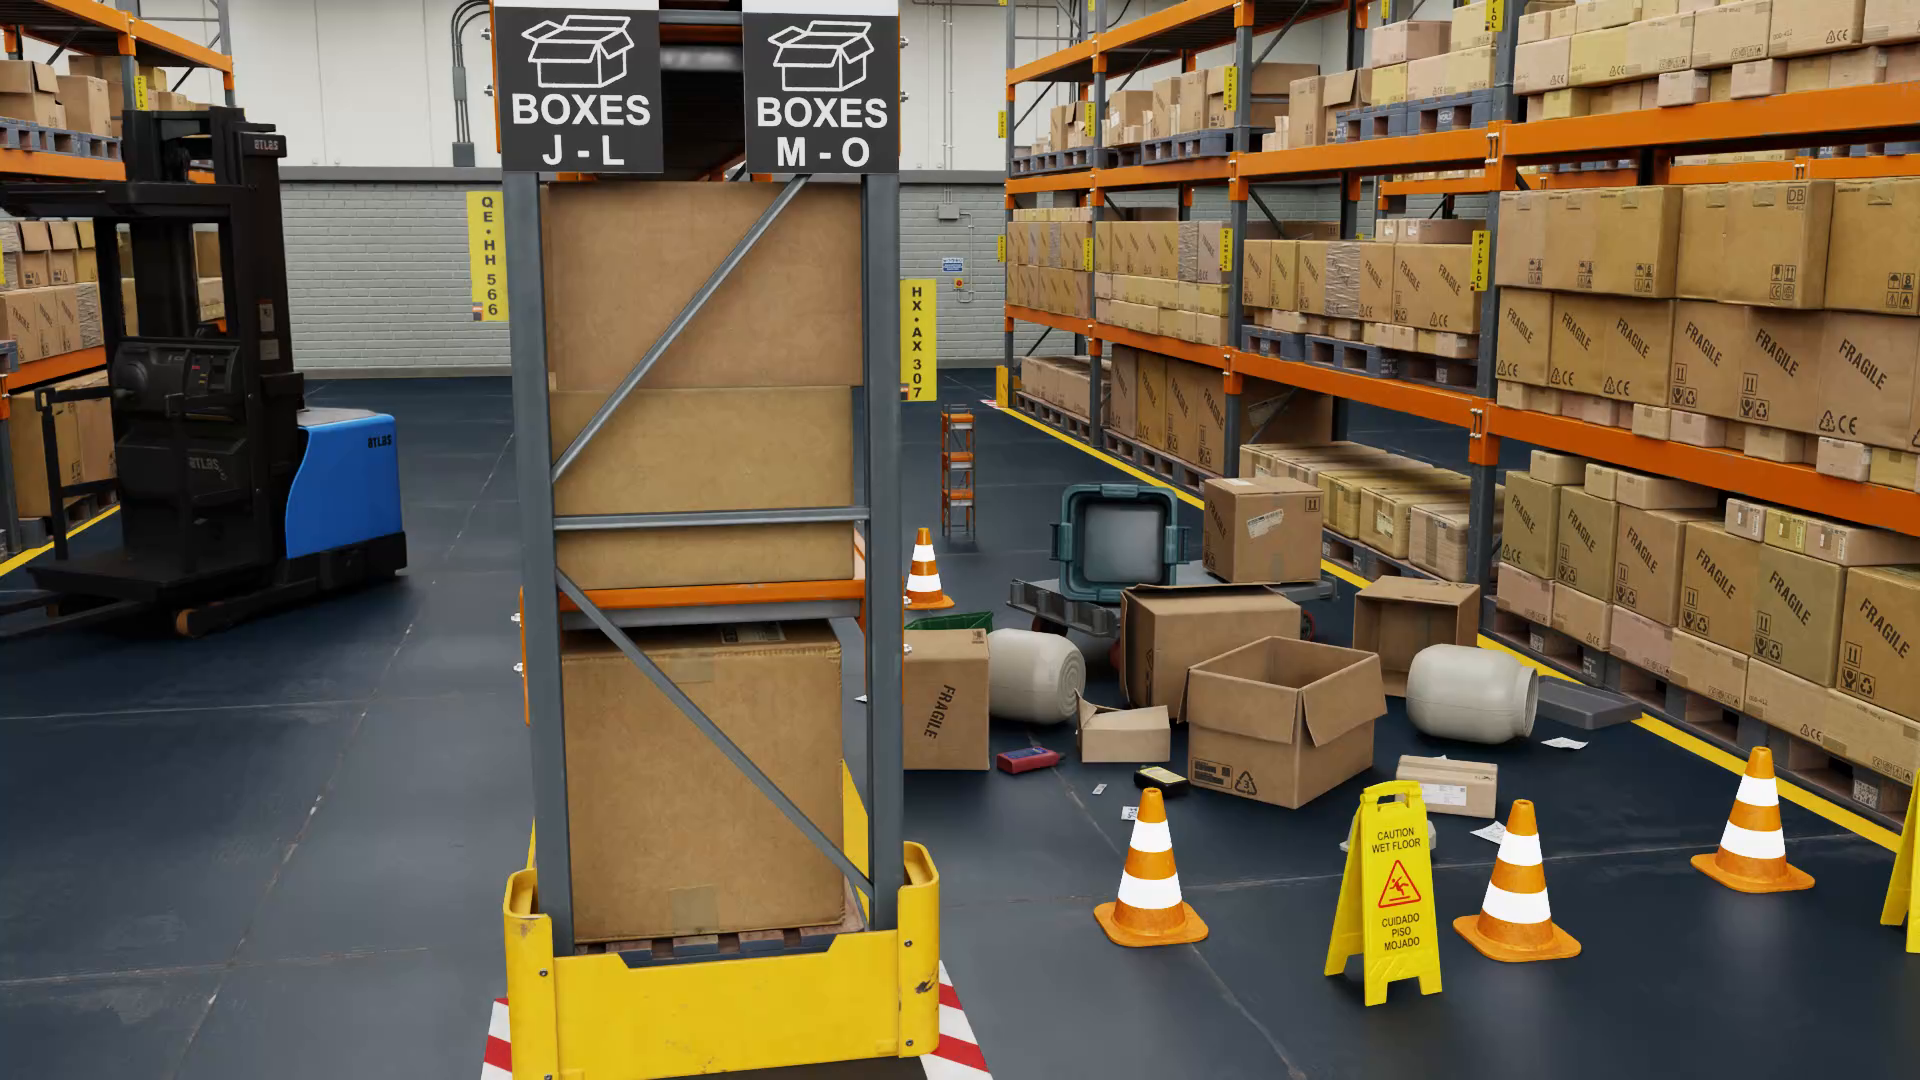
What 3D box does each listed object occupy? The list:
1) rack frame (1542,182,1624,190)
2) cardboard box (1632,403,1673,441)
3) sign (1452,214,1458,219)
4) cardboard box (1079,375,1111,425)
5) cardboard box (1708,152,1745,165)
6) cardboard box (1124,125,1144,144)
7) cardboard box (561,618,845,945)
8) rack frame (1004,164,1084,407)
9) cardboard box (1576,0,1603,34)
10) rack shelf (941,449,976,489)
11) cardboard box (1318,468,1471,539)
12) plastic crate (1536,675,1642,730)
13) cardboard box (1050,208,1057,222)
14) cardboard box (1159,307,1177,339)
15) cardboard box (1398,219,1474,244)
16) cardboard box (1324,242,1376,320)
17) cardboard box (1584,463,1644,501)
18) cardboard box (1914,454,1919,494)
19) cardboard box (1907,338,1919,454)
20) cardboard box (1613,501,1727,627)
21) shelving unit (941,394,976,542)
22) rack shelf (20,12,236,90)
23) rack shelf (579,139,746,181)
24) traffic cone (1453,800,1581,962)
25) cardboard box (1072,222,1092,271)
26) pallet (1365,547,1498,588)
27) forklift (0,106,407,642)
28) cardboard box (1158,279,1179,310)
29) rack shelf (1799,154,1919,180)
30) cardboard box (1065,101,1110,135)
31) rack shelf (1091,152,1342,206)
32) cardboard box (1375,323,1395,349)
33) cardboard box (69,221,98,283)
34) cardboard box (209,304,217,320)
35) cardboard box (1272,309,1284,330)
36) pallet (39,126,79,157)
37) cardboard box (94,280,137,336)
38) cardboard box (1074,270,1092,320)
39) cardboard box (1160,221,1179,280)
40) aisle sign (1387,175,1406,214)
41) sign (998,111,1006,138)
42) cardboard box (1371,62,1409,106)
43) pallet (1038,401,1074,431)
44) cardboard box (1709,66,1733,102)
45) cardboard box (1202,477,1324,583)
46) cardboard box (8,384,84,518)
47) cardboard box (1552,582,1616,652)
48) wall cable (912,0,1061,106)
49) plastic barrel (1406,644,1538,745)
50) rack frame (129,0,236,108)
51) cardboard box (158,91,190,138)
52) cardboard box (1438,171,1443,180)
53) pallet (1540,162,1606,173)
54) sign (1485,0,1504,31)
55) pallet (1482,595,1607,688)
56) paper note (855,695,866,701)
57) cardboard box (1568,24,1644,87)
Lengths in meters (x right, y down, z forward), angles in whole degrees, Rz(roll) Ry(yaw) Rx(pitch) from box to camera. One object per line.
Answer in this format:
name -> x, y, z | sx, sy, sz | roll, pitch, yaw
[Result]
rack frame -> 6.711, -2.633, 18.007 | 1.000, 3.000, 0.127 | -2, 11, -11
cardboard box -> 3.385, -0.557, 7.771 | 0.380, 0.149, 0.250 | -2, 11, -11
sign -> 6.481, -4.107, 21.811 | 0.100, 0.325, 0.005 | -2, 11, -11
cardboard box -> 1.826, -1.518, 17.881 | 0.875, 0.438, 0.875 | -2, 11, -12
cardboard box -> 7.053, -3.477, 14.819 | 0.500, 0.250, 0.500 | -2, 11, -11
cardboard box -> 1.746, -3.772, 15.471 | 0.380, 0.166, 0.250 | -3, 11, -15
cardboard box -> -0.856, 0.663, 5.249 | 0.875, 0.875, 0.875 | -2, 11, -11
rack frame -> 1.065, -3.185, 20.910 | 1.000, 3.000, 0.127 | -2, 11, -11
cardboard box -> 3.262, -2.561, 8.148 | 0.380, 0.149, 0.250 | -2, 11, -13
rack shelf -> -0.010, -0.515, 12.152 | 0.215, 0.259, 0.240 | -2, 11, -11
cardboard box -> 3.014, -0.255, 11.420 | 0.950, 0.372, 0.625 | -2, 11, -9
plastic crate -> 2.900, 0.768, 7.950 | 0.402, 0.080, 0.583 | -6, 13, -31
cardboard box -> 1.222, -3.637, 18.606 | 0.380, 0.149, 0.250 | -2, 11, -11
cardboard box -> 2.071, -1.914, 14.630 | 0.500, 0.250, 0.500 | -2, 11, -12
cardboard box -> 2.941, -1.907, 10.273 | 0.380, 0.149, 0.250 | -2, 11, -13
cardboard box -> 2.789, -1.744, 11.152 | 0.500, 0.500, 0.500 | -3, 11, -13
cardboard box -> 3.316, -0.290, 8.187 | 0.380, 0.149, 0.250 | -2, 11, -9
cardboard box -> 3.736, -0.231, 6.058 | 0.380, 0.149, 0.250 | -2, 11, -12
cardboard box -> 3.801, -0.536, 5.925 | 0.500, 0.500, 0.500 | -2, 11, -12
cardboard box -> 3.464, 0.103, 7.861 | 0.500, 0.500, 0.500 | -2, 11, -8
shelving unit -> -0.010, -0.526, 12.150 | 0.215, 1.050, 0.252 | -2, 11, -11
rack shelf -> -8.267, -4.855, 16.633 | 1.077, 0.370, 4.000 | -2, 11, -11
rack shelf -> -1.826, -2.273, 10.017 | 1.077, 0.370, 4.000 | -2, 11, -11
traffic cone -> 1.805, 1.066, 5.357 | 0.336, 0.463, 0.334 | -2, 11, -11
cardboard box -> 1.480, -3.069, 17.354 | 0.500, 0.500, 0.500 | -2, 11, -11
pallet -> 3.246, 0.243, 10.357 | 1.003, 0.211, 1.213 | -2, 11, -11
forklift -> -4.657, -0.980, 9.507 | 1.130, 2.935, 3.031 | 4, 12, 22
cardboard box -> 2.055, -2.157, 14.569 | 0.500, 0.250, 0.500 | -2, 11, -12
rack shelf -> 7.878, -2.653, 12.012 | 1.077, 0.370, 4.000 | -2, 11, -11
cardboard box -> 1.549, -4.478, 18.010 | 0.797, 0.503, 0.637 | -1, 11, -7
rack shelf -> 2.232, -3.205, 14.915 | 1.077, 0.370, 4.000 | -2, 11, -11
cardboard box -> 2.856, -1.293, 10.518 | 0.380, 0.149, 0.250 | -2, 11, -11
cardboard box -> -7.623, -2.390, 13.781 | 0.797, 0.503, 0.637 | -2, 11, -10
cardboard box -> -7.966, -2.368, 17.287 | 0.380, 0.149, 0.250 | -2, 11, -10
cardboard box -> 2.532, -1.630, 12.285 | 0.380, 0.149, 0.250 | -3, 11, -15
pallet -> -7.497, -3.060, 12.732 | 1.003, 0.211, 1.213 | -2, 11, -8
cardboard box -> -7.429, -1.974, 14.276 | 0.500, 0.500, 0.500 | -2, 11, -9
cardboard box -> 1.502, -2.577, 17.444 | 0.500, 0.500, 0.500 | -2, 11, -10
cardboard box -> 2.066, -2.529, 14.519 | 0.500, 0.500, 0.500 | -2, 11, -11
aisle sign -> 5.632, -4.645, 21.628 | 0.394, 0.787, 0.004 | -2, 11, -11
sign -> 0.519, -5.108, 20.440 | 0.100, 0.325, 0.005 | -2, 11, -11
cardboard box -> 2.952, -2.879, 10.556 | 0.500, 0.250, 0.500 | -2, 11, -10
pallet -> 1.531, -1.448, 19.242 | 1.003, 0.211, 1.213 | -2, 11, -11
cardboard box -> 3.519, -1.985, 7.254 | 0.380, 0.149, 0.250 | -2, 11, -11
cardboard box -> 1.659, -0.058, 9.140 | 0.500, 0.500, 0.500 | -2, 11, -11
cardboard box -> -7.214, -0.648, 12.136 | 1.225, 0.875, 0.875 | -3, 11, -14
cardboard box -> 3.364, 0.376, 8.432 | 0.500, 0.250, 0.500 | -1, 11, -8
wall cable -> 0.421, -7.192, 25.917 | 2.355, 3.000, 0.029 | -2, 11, -11
plastic barrel -> 2.290, 0.691, 7.434 | 0.512, 0.421, 0.421 | 6, 12, 28
rack frame -> -8.656, -5.772, 18.455 | 1.000, 3.000, 0.127 | -2, 11, -11
cardboard box -> -8.152, -4.211, 16.616 | 0.700, 0.500, 0.500 | -2, 11, -9
cardboard box -> 5.991, -4.415, 20.018 | 0.380, 0.149, 0.250 | -2, 11, -12
pallet -> 6.769, -3.892, 17.103 | 1.213, 0.211, 1.003 | -2, 11, -11
sign -> 2.855, -2.885, 8.871 | 0.100, 0.325, 0.005 | -2, 11, -11
pallet -> 3.564, 0.507, 8.967 | 1.003, 0.211, 1.213 | -2, 11, -11
paper note -> -0.418, 0.763, 8.106 | 0.142, 0.020, 0.147 | 9, 14, 38
cardboard box -> 3.325, -2.346, 8.081 | 0.500, 0.250, 0.500 | -2, 11, -11
